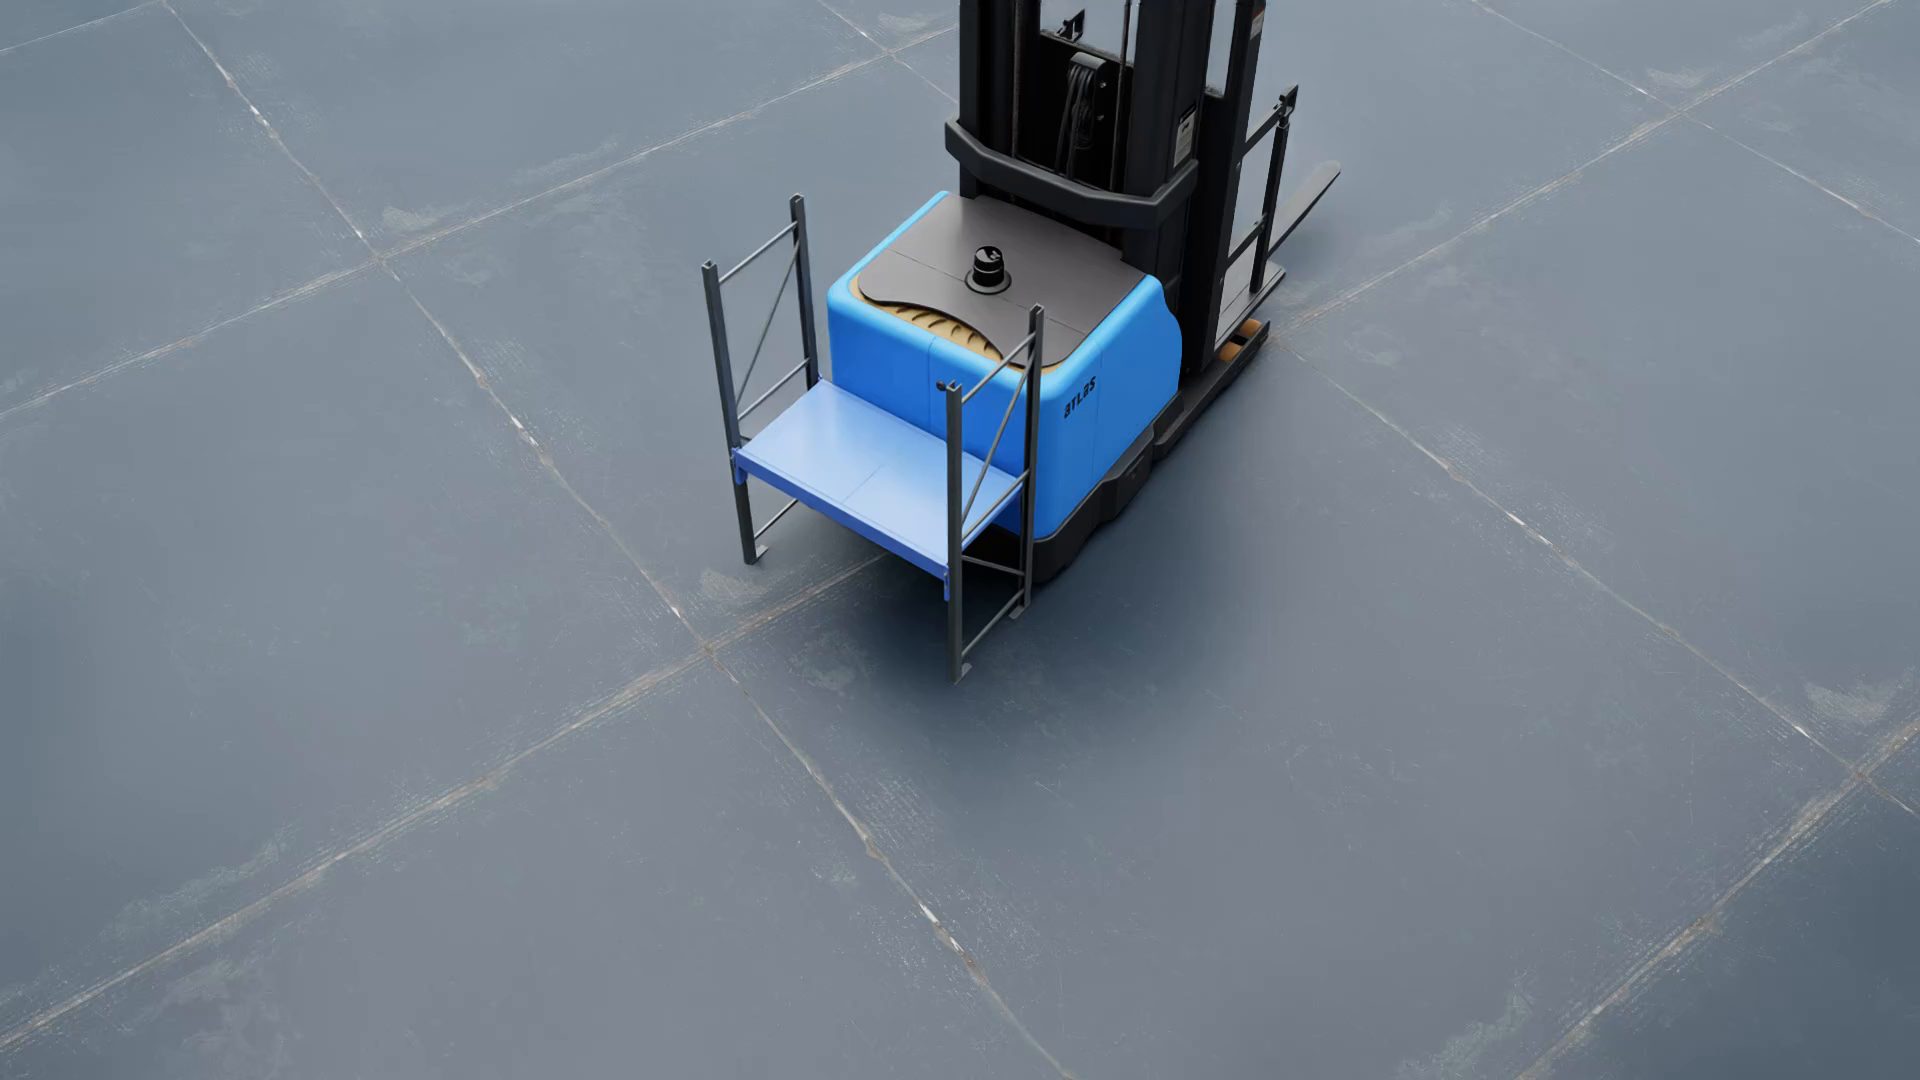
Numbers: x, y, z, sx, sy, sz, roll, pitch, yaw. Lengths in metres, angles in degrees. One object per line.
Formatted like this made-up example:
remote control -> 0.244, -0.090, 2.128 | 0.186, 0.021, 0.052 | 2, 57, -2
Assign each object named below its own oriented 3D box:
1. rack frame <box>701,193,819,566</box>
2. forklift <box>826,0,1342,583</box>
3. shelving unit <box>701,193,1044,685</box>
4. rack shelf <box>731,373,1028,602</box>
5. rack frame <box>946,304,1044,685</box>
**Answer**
rack frame -> -0.705, -0.556, 6.240 | 0.032, 1.500, 0.500 | 28, 54, 23
forklift -> 0.733, -1.881, 6.476 | 1.130, 2.935, 3.031 | 27, 53, 22
shelving unit -> -0.295, -0.334, 6.039 | 1.048, 1.500, 0.538 | 28, 54, 23
rack shelf -> -0.294, -0.213, 6.172 | 1.000, 0.185, 0.538 | 28, 54, 23
rack frame -> 0.116, -0.112, 5.838 | 0.032, 1.500, 0.500 | 28, 54, 23
